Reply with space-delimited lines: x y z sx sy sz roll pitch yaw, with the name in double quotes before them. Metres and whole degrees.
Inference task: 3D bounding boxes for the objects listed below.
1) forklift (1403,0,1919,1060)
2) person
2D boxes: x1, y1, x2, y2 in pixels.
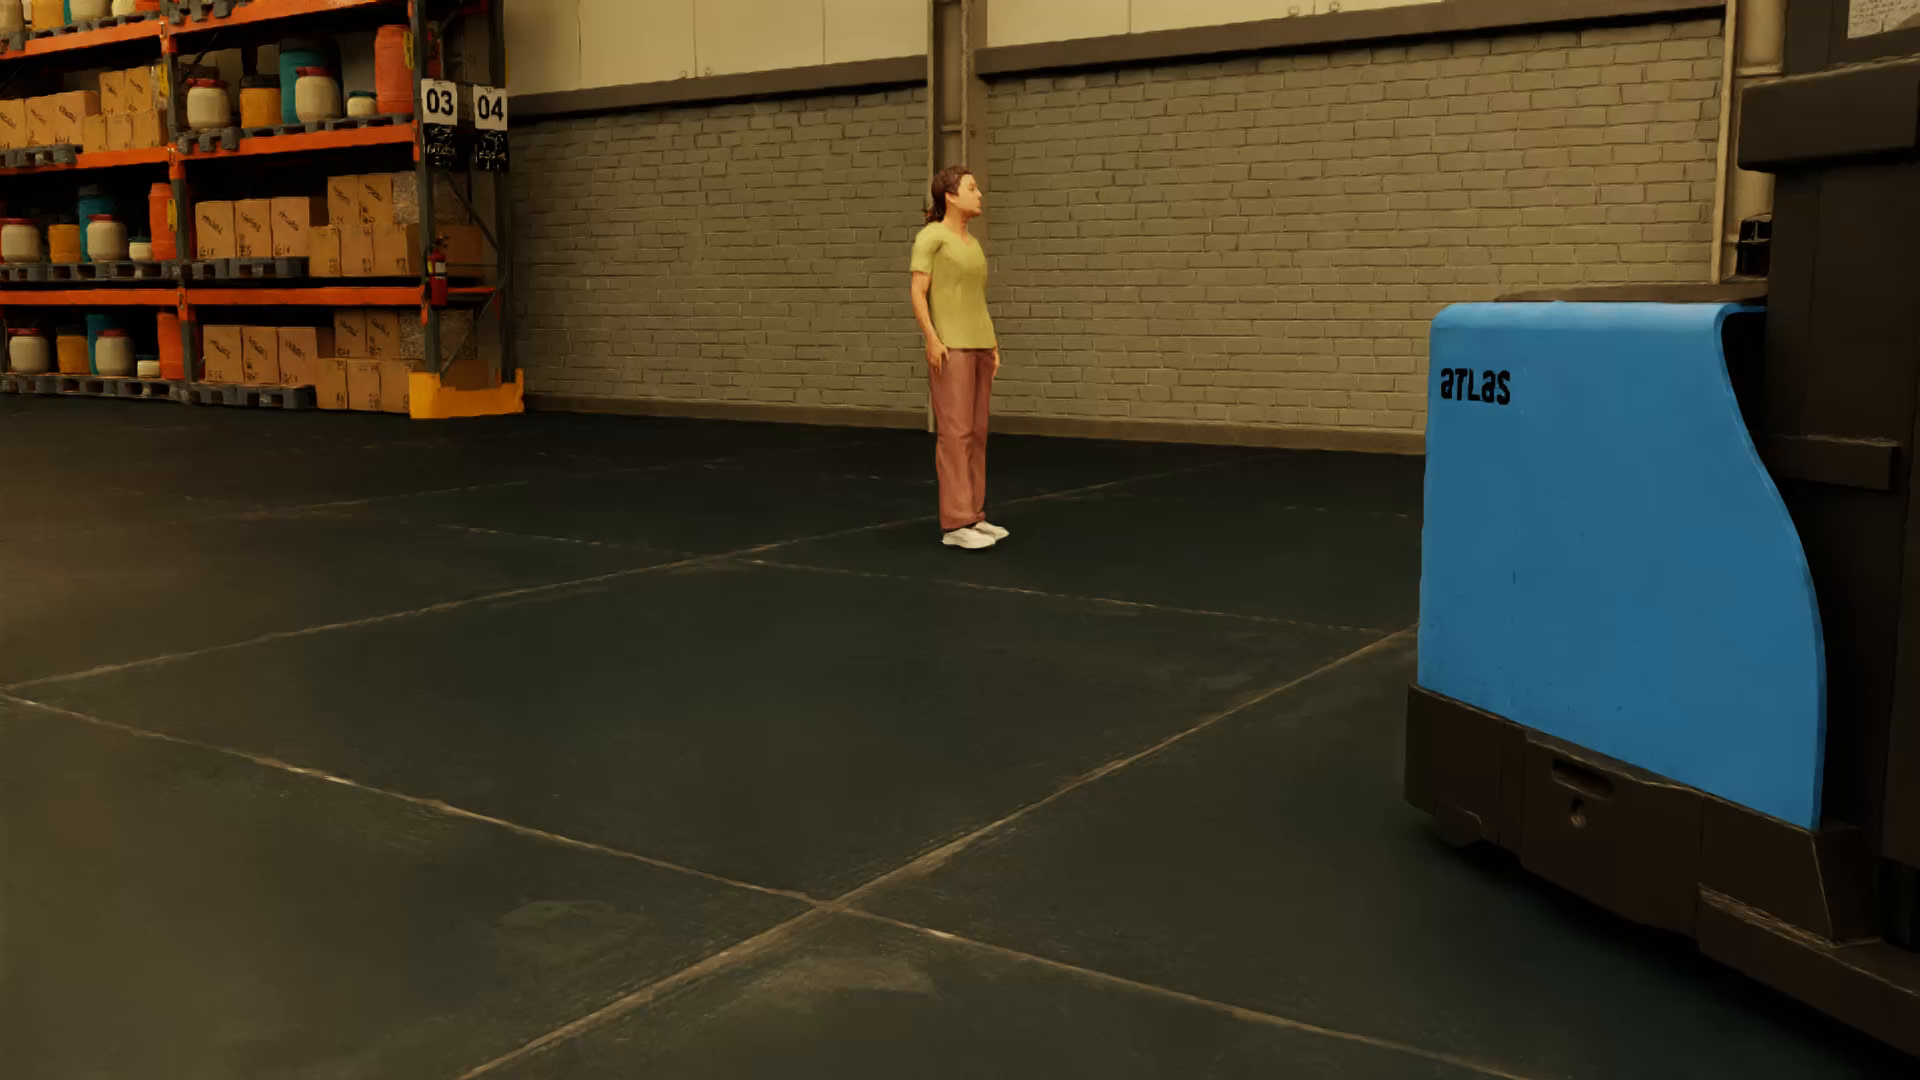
"forklift" 1.870 -0.684 2.001 1.130 2.935 3.031 -3 9 -19
"person" 0.055 -0.821 7.436 0.548 1.658 0.554 5 10 34
